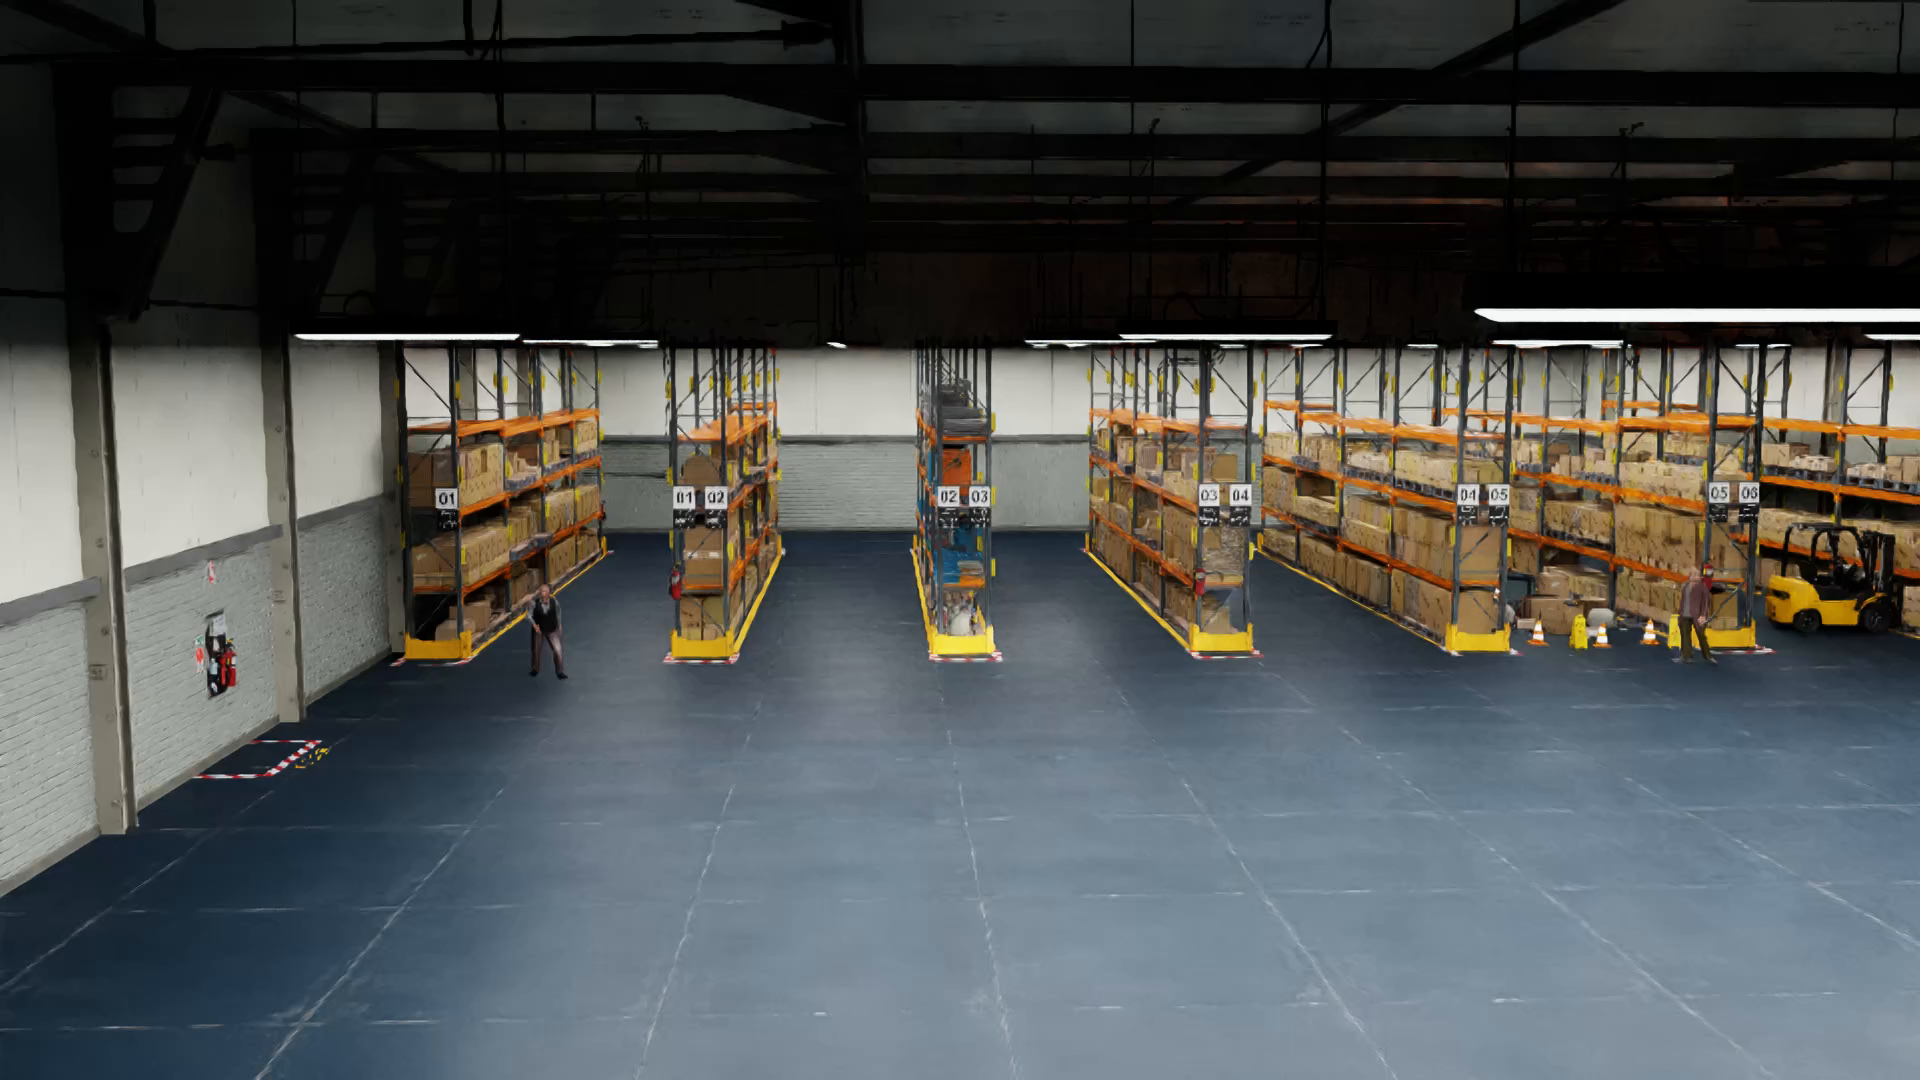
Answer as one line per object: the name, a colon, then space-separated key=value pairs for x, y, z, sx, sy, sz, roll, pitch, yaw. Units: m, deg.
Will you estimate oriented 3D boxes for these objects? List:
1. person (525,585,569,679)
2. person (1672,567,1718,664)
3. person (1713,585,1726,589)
person: x=-7.263 y=1.592 z=29.133 sx=0.683 sy=1.659 sz=0.834 roll=-2 pitch=7 yaw=-19
person: x=13.532 y=1.387 z=30.524 sx=0.523 sy=1.776 sz=0.779 roll=-4 pitch=8 yaw=-33
person: x=16.248 y=0.826 z=35.828 sx=0.414 sy=1.674 sz=0.508 roll=-4 pitch=8 yaw=-31
